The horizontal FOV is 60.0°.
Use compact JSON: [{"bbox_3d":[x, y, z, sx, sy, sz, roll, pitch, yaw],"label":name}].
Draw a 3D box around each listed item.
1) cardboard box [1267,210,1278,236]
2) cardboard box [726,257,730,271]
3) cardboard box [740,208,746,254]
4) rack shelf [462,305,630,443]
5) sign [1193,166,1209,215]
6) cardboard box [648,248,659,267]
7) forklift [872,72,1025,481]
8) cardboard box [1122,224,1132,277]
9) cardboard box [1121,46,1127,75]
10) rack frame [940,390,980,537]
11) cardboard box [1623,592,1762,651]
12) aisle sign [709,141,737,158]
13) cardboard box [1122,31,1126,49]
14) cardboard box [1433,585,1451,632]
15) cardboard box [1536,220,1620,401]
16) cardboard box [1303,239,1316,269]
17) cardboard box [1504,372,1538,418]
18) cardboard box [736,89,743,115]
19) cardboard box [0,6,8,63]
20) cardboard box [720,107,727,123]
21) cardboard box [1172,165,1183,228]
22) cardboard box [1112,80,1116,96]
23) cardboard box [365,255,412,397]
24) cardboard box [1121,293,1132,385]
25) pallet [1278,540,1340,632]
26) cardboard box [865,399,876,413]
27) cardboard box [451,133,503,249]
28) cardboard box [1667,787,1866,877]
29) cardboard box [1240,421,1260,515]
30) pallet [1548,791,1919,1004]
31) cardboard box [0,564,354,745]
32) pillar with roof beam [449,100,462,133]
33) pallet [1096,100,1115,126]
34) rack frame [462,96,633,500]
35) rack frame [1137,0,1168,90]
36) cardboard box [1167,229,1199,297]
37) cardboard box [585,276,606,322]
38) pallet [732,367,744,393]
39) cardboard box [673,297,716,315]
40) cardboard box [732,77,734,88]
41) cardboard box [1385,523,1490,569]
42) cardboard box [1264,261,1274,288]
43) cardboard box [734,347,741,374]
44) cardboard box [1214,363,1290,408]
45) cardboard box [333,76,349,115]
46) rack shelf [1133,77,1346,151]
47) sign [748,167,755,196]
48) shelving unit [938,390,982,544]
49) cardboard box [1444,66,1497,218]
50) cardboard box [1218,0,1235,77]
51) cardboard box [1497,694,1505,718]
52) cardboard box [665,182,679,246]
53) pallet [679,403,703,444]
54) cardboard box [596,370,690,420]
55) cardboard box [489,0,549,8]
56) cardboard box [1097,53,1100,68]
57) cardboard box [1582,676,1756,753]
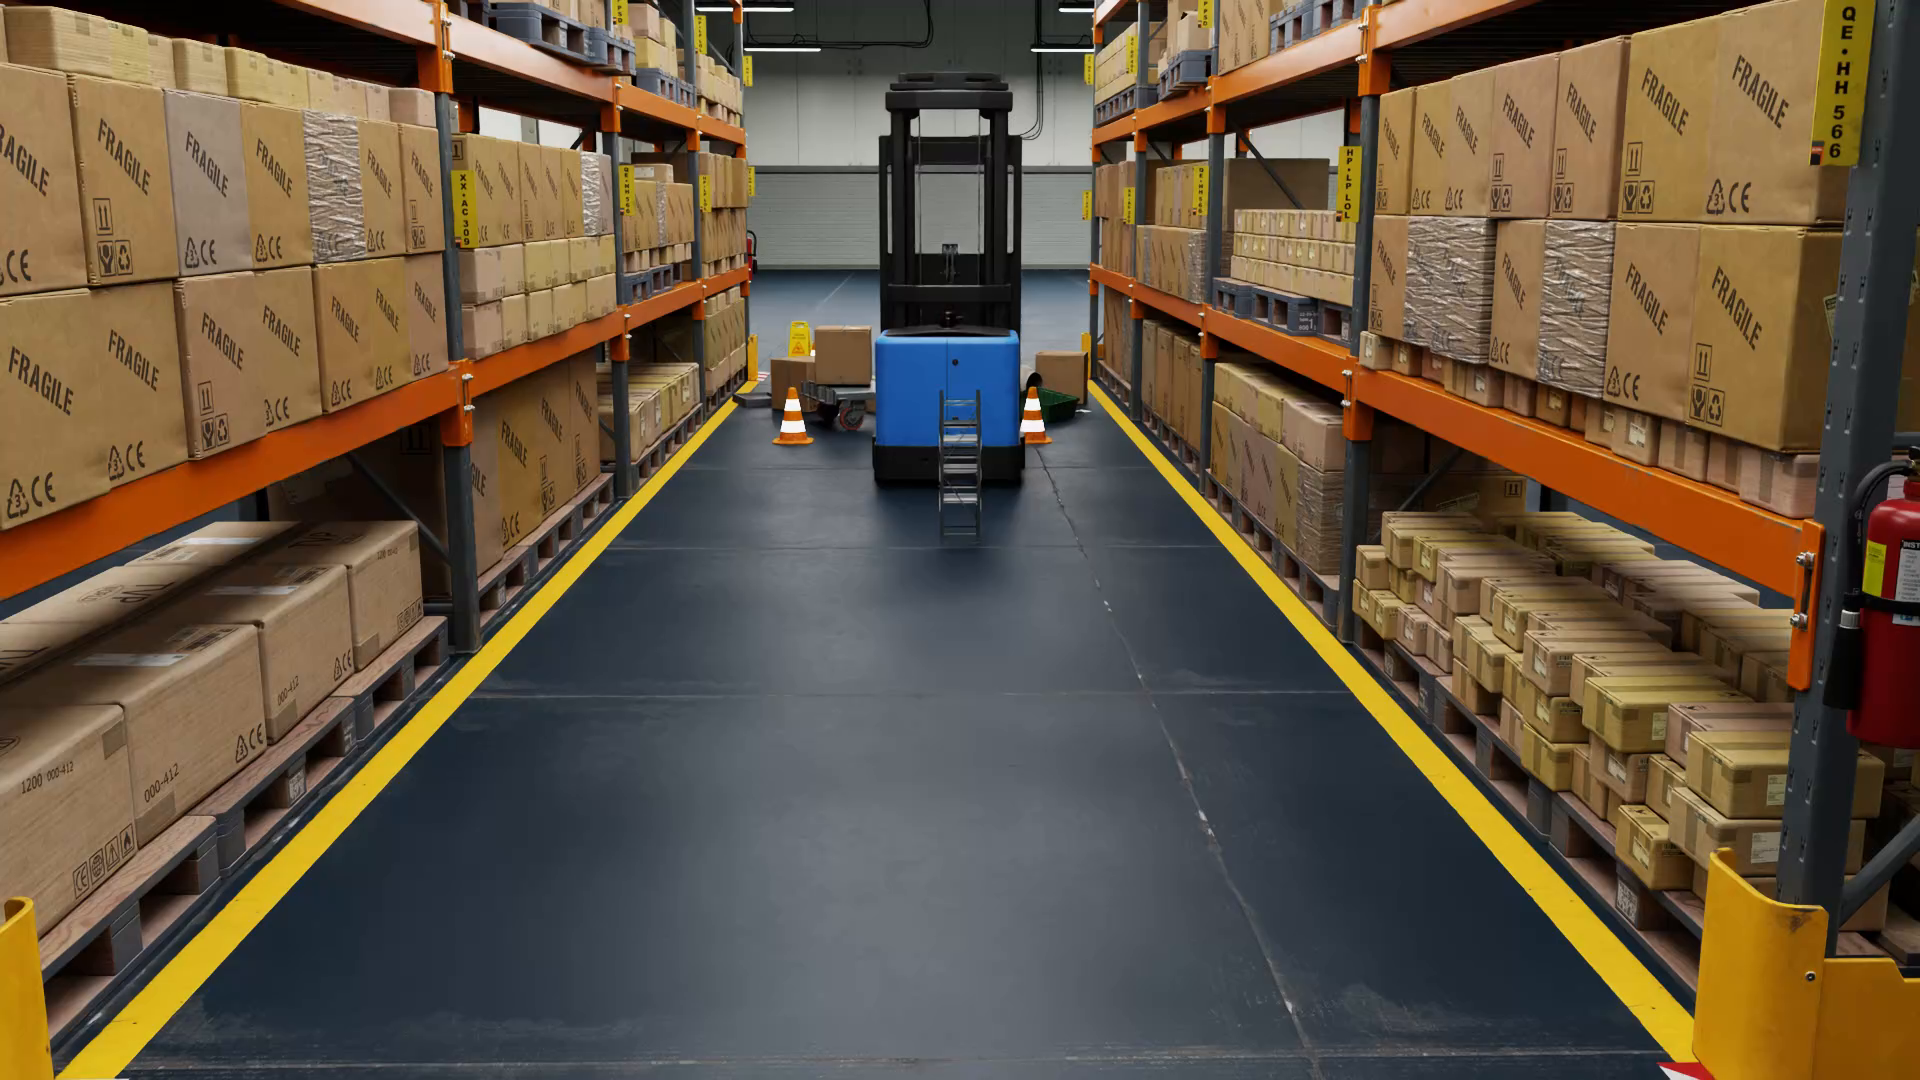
[{"bbox_3d":[2.017,-1.866,9.792,0.380,0.149,0.250,0,11,1],"label":"cardboard box"},{"bbox_3d":[-2.614,-2.892,17.404,0.380,0.149,0.250,0,11,-2],"label":"cardboard box"},{"bbox_3d":[-2.645,-3.431,18.427,0.500,0.500,0.500,0,11,-2],"label":"cardboard box"},{"bbox_3d":[-2.725,-1.003,9.266,1.077,0.370,4.000,0,11,-1],"label":"rack shelf"},{"bbox_3d":[1.625,-2.358,11.224,0.100,0.325,0.005,0,11,-1],"label":"sign"},{"bbox_3d":[-2.572,-2.222,13.044,0.380,0.149,0.250,0,11,1],"label":"cardboard box"},{"bbox_3d":[-0.069,-2.096,13.018,1.130,2.935,3.031,0,11,1],"label":"forklift"},{"bbox_3d":[2.044,-2.844,16.157,0.875,0.550,0.550,0,11,-1],"label":"cardboard box"},{"bbox_3d":[1.820,-4.583,15.881,0.500,0.250,0.500,0,11,-1],"label":"cardboard box"},{"bbox_3d":[-0.002,-0.460,10.061,0.240,0.900,0.006,0,11,-1],"label":"rack frame"},{"bbox_3d":[2.527,0.280,5.751,0.380,0.149,0.250,0,11,-1],"label":"cardboard box"},{"bbox_3d":[-2.643,-4.631,18.801,0.394,0.787,0.004,0,11,-1],"label":"aisle sign"},{"bbox_3d":[1.757,-4.802,15.959,0.380,0.149,0.250,0,11,0],"label":"cardboard box"},{"bbox_3d":[2.089,0.273,6.536,0.380,0.149,0.250,-1,11,-4],"label":"cardboard box"},{"bbox_3d":[2.053,-0.689,4.912,0.500,0.500,0.500,0,11,-1],"label":"cardboard box"},{"bbox_3d":[2.034,-1.513,8.798,0.380,0.149,0.250,-1,11,-4],"label":"cardboard box"},{"bbox_3d":[2.069,-0.503,5.624,0.380,0.149,0.250,0,11,1],"label":"cardboard box"},{"bbox_3d":[-2.652,-4.785,18.184,0.500,0.250,0.500,0,11,-2],"label":"cardboard box"},{"bbox_3d":[-2.409,-1.143,3.750,0.380,0.149,0.250,0,11,0],"label":"cardboard box"},{"bbox_3d":[-2.569,-4.315,16.871,0.380,0.149,0.250,0,11,-2],"label":"cardboard box"},{"bbox_3d":[2.136,-2.826,13.678,0.700,0.500,0.500,0,11,-1],"label":"cardboard box"},{"bbox_3d":[1.738,-4.564,16.793,0.380,0.149,0.250,0,11,-1],"label":"cardboard box"},{"bbox_3d":[-2.403,-0.813,6.271,0.500,0.500,0.500,-1,11,-3],"label":"cardboard box"},{"bbox_3d":[2.132,-2.057,16.943,0.875,0.875,0.875,0,11,-1],"label":"cardboard box"},{"bbox_3d":[2.245,0.214,8.474,1.003,0.211,1.213,0,11,-1],"label":"pallet"},{"bbox_3d":[-0.720,-1.379,16.187,0.258,0.266,0.396,-10,15,-40],"label":"cardboard box"},{"bbox_3d":[-2.406,-1.585,7.562,0.500,0.500,0.500,0,11,0],"label":"cardboard box"},{"bbox_3d":[2.049,0.739,4.238,0.380,0.149,0.250,-1,11,-3],"label":"cardboard box"},{"bbox_3d":[1.969,-0.430,9.866,0.500,0.500,0.500,-1,11,-3],"label":"cardboard box"},{"bbox_3d":[2.363,0.987,4.663,1.003,0.211,1.213,0,11,-1],"label":"pallet"},{"bbox_3d":[-2.759,0.396,5.953,0.875,0.438,0.875,-1,11,-3],"label":"cardboard box"},{"bbox_3d":[-4.725,-8.523,29.437,9.100,9.000,0.400,0,11,-1],"label":"pillar with roof beam"},{"bbox_3d":[2.041,-4.663,18.176,1.003,0.211,1.213,0,11,-1],"label":"pallet"},{"bbox_3d":[-2.767,-1.753,11.154,1.000,3.000,0.127,0,11,-1],"label":"rack frame"},{"bbox_3d":[2.098,-5.528,14.676,1.000,3.000,0.127,0,11,-1],"label":"rack frame"},{"bbox_3d":[1.883,-2.129,12.758,0.500,0.500,0.500,0,11,-2],"label":"cardboard box"},{"bbox_3d":[-2.470,-1.478,10.178,0.500,0.250,0.500,0,11,0],"label":"cardboard box"},{"bbox_3d":[-2.949,-1.800,18.399,1.003,0.211,1.213,0,11,-1],"label":"pallet"},{"bbox_3d":[-2.534,-2.235,15.873,0.380,0.149,0.250,0,11,0],"label":"cardboard box"},{"bbox_3d":[-2.663,-4.963,18.061,0.380,0.149,0.250,0,11,0],"label":"cardboard box"},{"bbox_3d":[2.009,0.026,7.004,0.380,0.149,0.250,0,11,2],"label":"cardboard box"},{"bbox_3d":[2.014,-1.573,9.842,0.380,0.149,0.250,0,11,1],"label":"cardboard box"},{"bbox_3d":[-2.644,-1.939,17.930,0.500,0.250,0.500,0,11,-1],"label":"cardboard box"},{"bbox_3d":[1.952,-1.003,10.805,0.500,0.250,0.500,-1,11,-4],"label":"cardboard box"},{"bbox_3d":[-2.444,-1.602,6.013,0.380,0.149,0.250,0,11,-2],"label":"cardboard box"},{"bbox_3d":[2.139,-3.308,13.086,1.077,0.370,4.000,0,11,-1],"label":"rack shelf"},{"bbox_3d":[-2.377,-4.064,18.838,0.100,0.325,0.005,0,11,-1],"label":"sign"},{"bbox_3d":[0.000,-0.439,9.962,0.258,0.900,0.210,0,11,-1],"label":"shelving unit"},{"bbox_3d":[2.034,-1.389,5.846,0.500,0.500,0.500,0,11,0],"label":"cardboard box"},{"bbox_3d":[1.926,-3.198,10.480,0.500,0.500,0.500,0,11,-1],"label":"cardboard box"},{"bbox_3d":[2.098,0.577,5.786,0.380,0.149,0.250,0,11,0],"label":"cardboard box"},{"bbox_3d":[-2.594,-2.656,13.552,0.500,0.500,0.500,0,11,1],"label":"cardboard box"},{"bbox_3d":[-2.832,-1.026,14.588,1.003,0.211,1.213,0,11,-1],"label":"pallet"},{"bbox_3d":[-2.818,-1.219,14.075,0.950,0.372,0.625,0,11,2],"label":"cardboard box"},{"bbox_3d":[-2.372,-2.932,8.705,0.396,0.266,0.258,1,11,4],"label":"cardboard box"},{"bbox_3d":[1.708,-5.258,18.209,0.380,0.149,0.250,0,11,-1],"label":"cardboard box"},{"bbox_3d":[2.001,0.492,4.709,0.380,0.149,0.250,0,11,-2],"label":"cardboard box"}]
